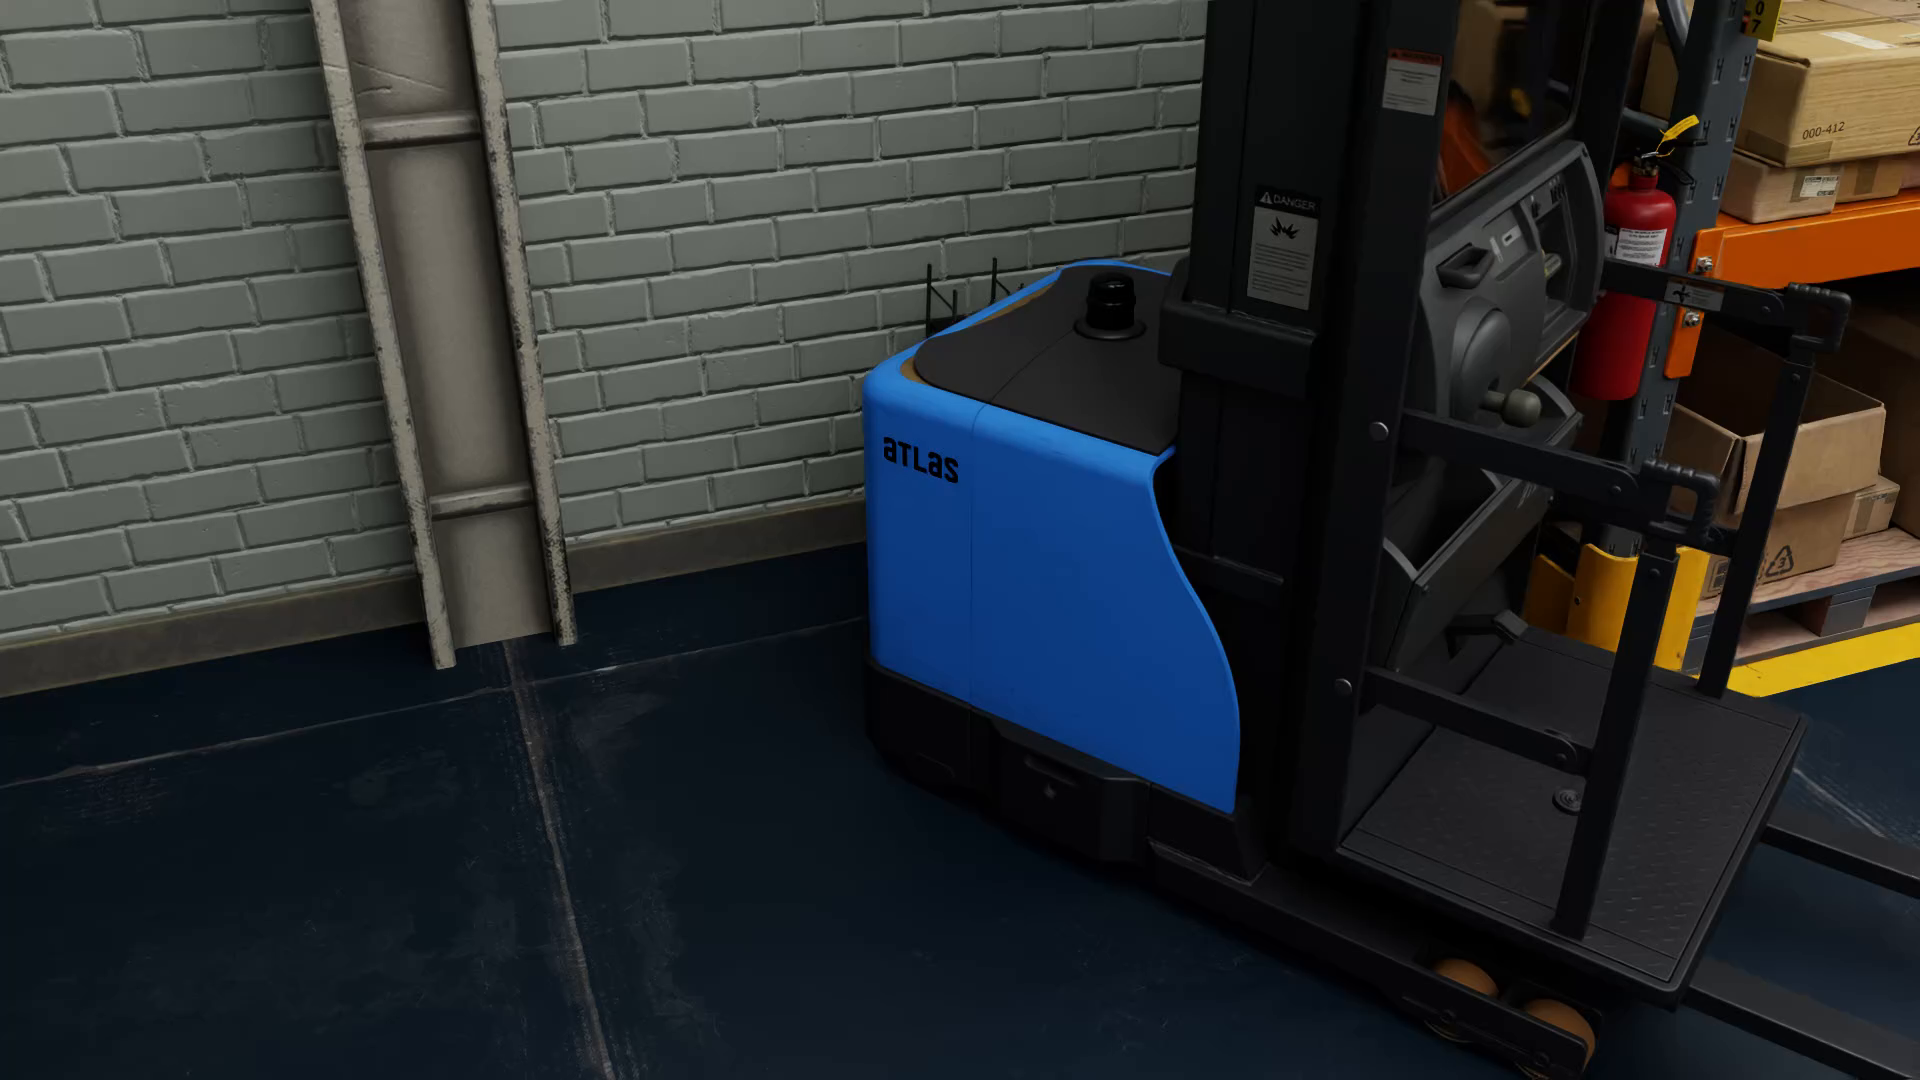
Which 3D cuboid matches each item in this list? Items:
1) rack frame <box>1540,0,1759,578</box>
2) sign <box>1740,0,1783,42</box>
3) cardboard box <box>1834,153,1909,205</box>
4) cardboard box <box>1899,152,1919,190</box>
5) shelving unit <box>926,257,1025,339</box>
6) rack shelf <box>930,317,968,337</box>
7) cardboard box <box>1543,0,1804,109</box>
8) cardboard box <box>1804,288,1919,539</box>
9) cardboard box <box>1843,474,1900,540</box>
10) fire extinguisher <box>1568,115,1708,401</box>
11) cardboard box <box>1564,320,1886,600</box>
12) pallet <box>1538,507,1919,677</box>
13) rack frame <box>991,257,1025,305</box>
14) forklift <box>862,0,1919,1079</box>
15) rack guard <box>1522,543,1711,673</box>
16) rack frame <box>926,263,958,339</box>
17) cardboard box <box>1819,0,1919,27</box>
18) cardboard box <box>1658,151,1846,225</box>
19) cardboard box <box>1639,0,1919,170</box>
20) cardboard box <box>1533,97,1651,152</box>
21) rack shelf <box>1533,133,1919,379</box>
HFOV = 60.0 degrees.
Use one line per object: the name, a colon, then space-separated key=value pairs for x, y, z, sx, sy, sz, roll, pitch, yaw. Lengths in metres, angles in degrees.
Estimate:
rack frame: x=1.516 y=-1.095 z=4.142 sx=0.127 sy=3.000 sz=1.000 roll=-10 pitch=31 yaw=-18
sign: x=1.705 y=-1.220 z=3.486 sx=0.005 sy=0.325 sz=0.100 roll=-10 pitch=31 yaw=-18
cardboard box: x=2.141 y=-0.981 z=4.195 sx=0.250 sy=0.149 sz=0.380 roll=-10 pitch=31 yaw=-16
cardboard box: x=2.376 y=-1.042 z=4.303 sx=0.250 sy=0.149 sz=0.380 roll=-11 pitch=31 yaw=-18
shelving unit: x=0.029 y=-0.368 z=4.979 sx=0.210 sy=0.900 sz=0.258 roll=-8 pitch=31 yaw=-18
rack shelf: x=0.038 y=-0.575 z=4.865 sx=0.200 sy=0.077 sz=0.258 roll=-8 pitch=31 yaw=-18
cardboard box: x=1.854 y=-1.362 z=4.461 sx=0.500 sy=0.250 sz=0.500 roll=-10 pitch=31 yaw=-16
cardboard box: x=2.937 y=-0.383 z=4.993 sx=0.500 sy=0.500 sz=0.700 roll=-9 pitch=31 yaw=-16
cardboard box: x=2.534 y=-0.156 z=4.949 sx=0.250 sy=0.149 sz=0.380 roll=-12 pitch=32 yaw=-20
fire extinguisher: x=1.539 y=-0.660 z=3.833 sx=0.183 sy=0.674 sz=0.296 roll=-10 pitch=31 yaw=-18
cardboard box: x=2.122 y=-0.255 z=4.764 sx=0.637 sy=0.503 sz=0.797 roll=-12 pitch=32 yaw=-20
pallet: x=2.334 y=-0.035 z=5.098 sx=1.213 sy=0.211 sz=1.003 roll=-10 pitch=31 yaw=-18
rack frame: x=0.125 y=-0.382 z=5.011 sx=0.006 sy=0.900 sz=0.240 roll=-8 pitch=31 yaw=-18
forklift: x=1.251 y=-0.482 z=3.136 sx=3.031 sy=2.935 sz=1.130 roll=20 pitch=35 yaw=31
rack guard: x=1.587 y=-0.022 z=4.784 sx=0.348 sy=0.500 sz=1.175 roll=-10 pitch=31 yaw=-18
rack frame: x=-0.066 y=-0.354 z=4.947 sx=0.006 sy=0.900 sz=0.240 roll=-8 pitch=31 yaw=-18
cardboard box: x=2.507 y=-1.200 z=4.177 sx=0.500 sy=0.250 sz=0.500 roll=-10 pitch=31 yaw=-17
cardboard box: x=1.919 y=-0.916 z=4.081 sx=0.250 sy=0.149 sz=0.380 roll=-11 pitch=31 yaw=-18
cardboard box: x=2.035 y=-1.113 z=4.024 sx=0.500 sy=0.250 sz=0.500 roll=-10 pitch=31 yaw=-17
cardboard box: x=1.733 y=-1.168 z=4.523 sx=0.250 sy=0.149 sz=0.380 roll=-11 pitch=31 yaw=-18
rack shelf: x=3.390 y=-1.128 z=4.926 sx=4.000 sy=0.370 sz=1.077 roll=-10 pitch=31 yaw=-18
